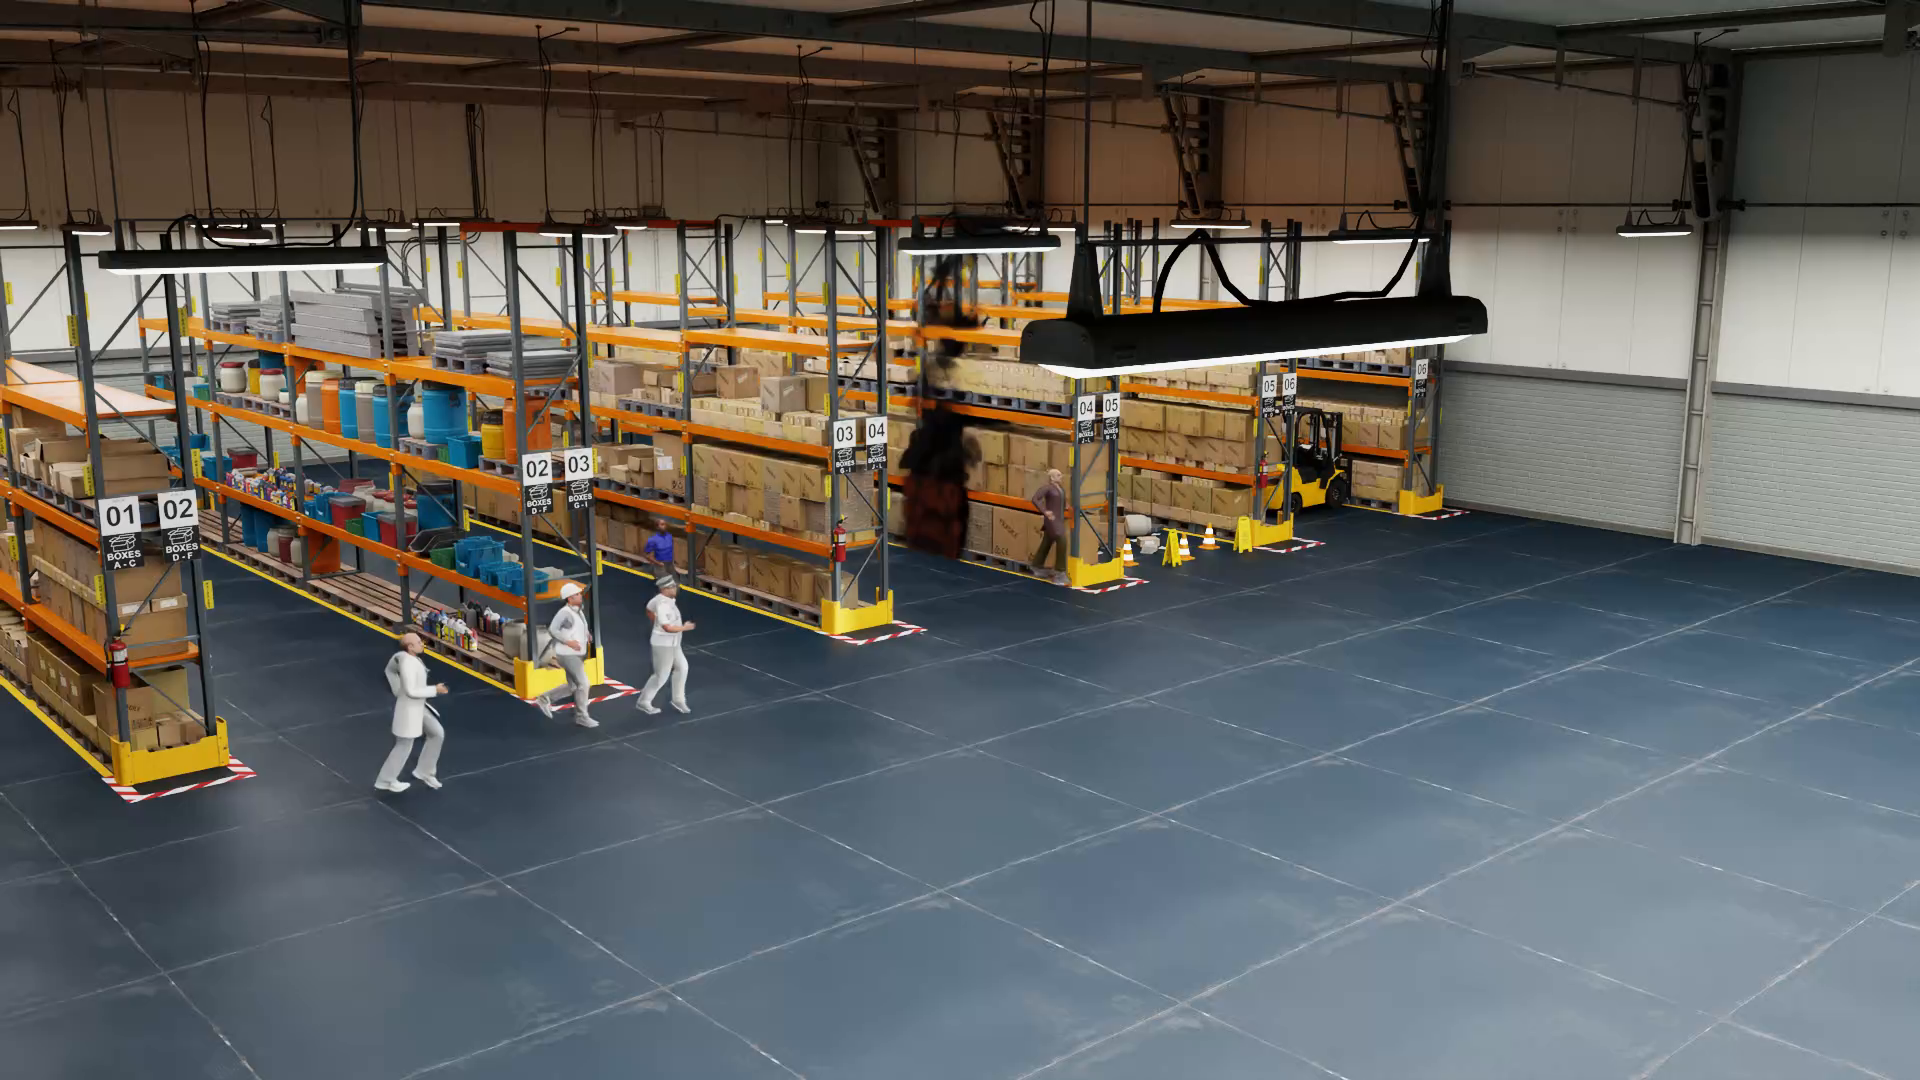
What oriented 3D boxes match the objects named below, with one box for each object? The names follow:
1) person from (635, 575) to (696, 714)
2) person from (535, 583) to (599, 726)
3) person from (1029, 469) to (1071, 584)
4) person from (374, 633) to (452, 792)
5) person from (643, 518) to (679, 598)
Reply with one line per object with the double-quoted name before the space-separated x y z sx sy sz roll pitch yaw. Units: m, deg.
"person" -3.692 1.351 20.831 0.789 1.865 0.677 -2 12 -8
"person" -4.850 1.403 20.615 0.828 1.749 0.694 1 11 6
"person" 1.522 -0.246 27.253 0.756 1.862 0.734 6 13 26
"person" -5.944 1.896 18.047 0.876 1.826 0.655 -2 12 -9
"person" -4.588 0.454 25.582 0.546 1.592 0.556 10 15 41
